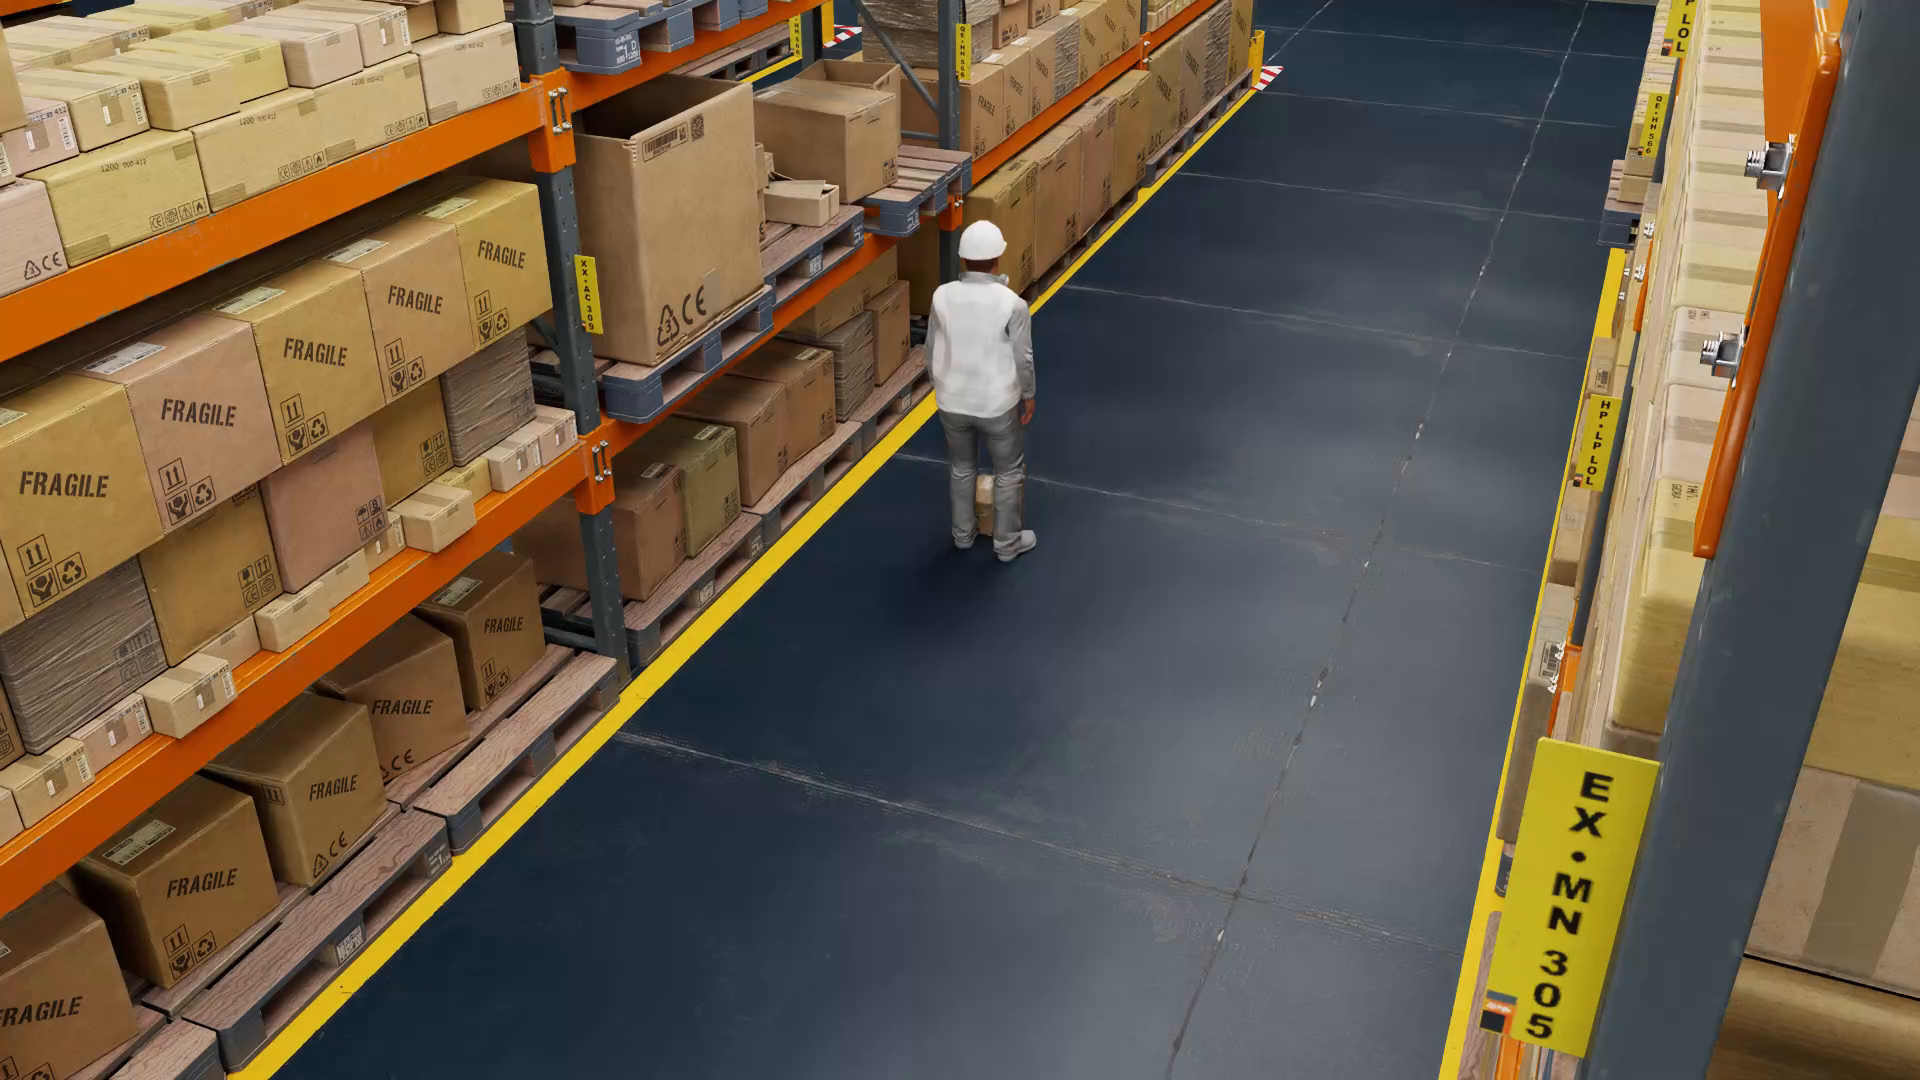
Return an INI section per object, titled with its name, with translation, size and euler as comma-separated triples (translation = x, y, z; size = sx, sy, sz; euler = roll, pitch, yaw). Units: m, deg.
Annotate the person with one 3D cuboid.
[person]
translation = -3.103, -3.108, 8.500
size = 7.450, 5.808, 11.427
euler = 10, 31, 17
